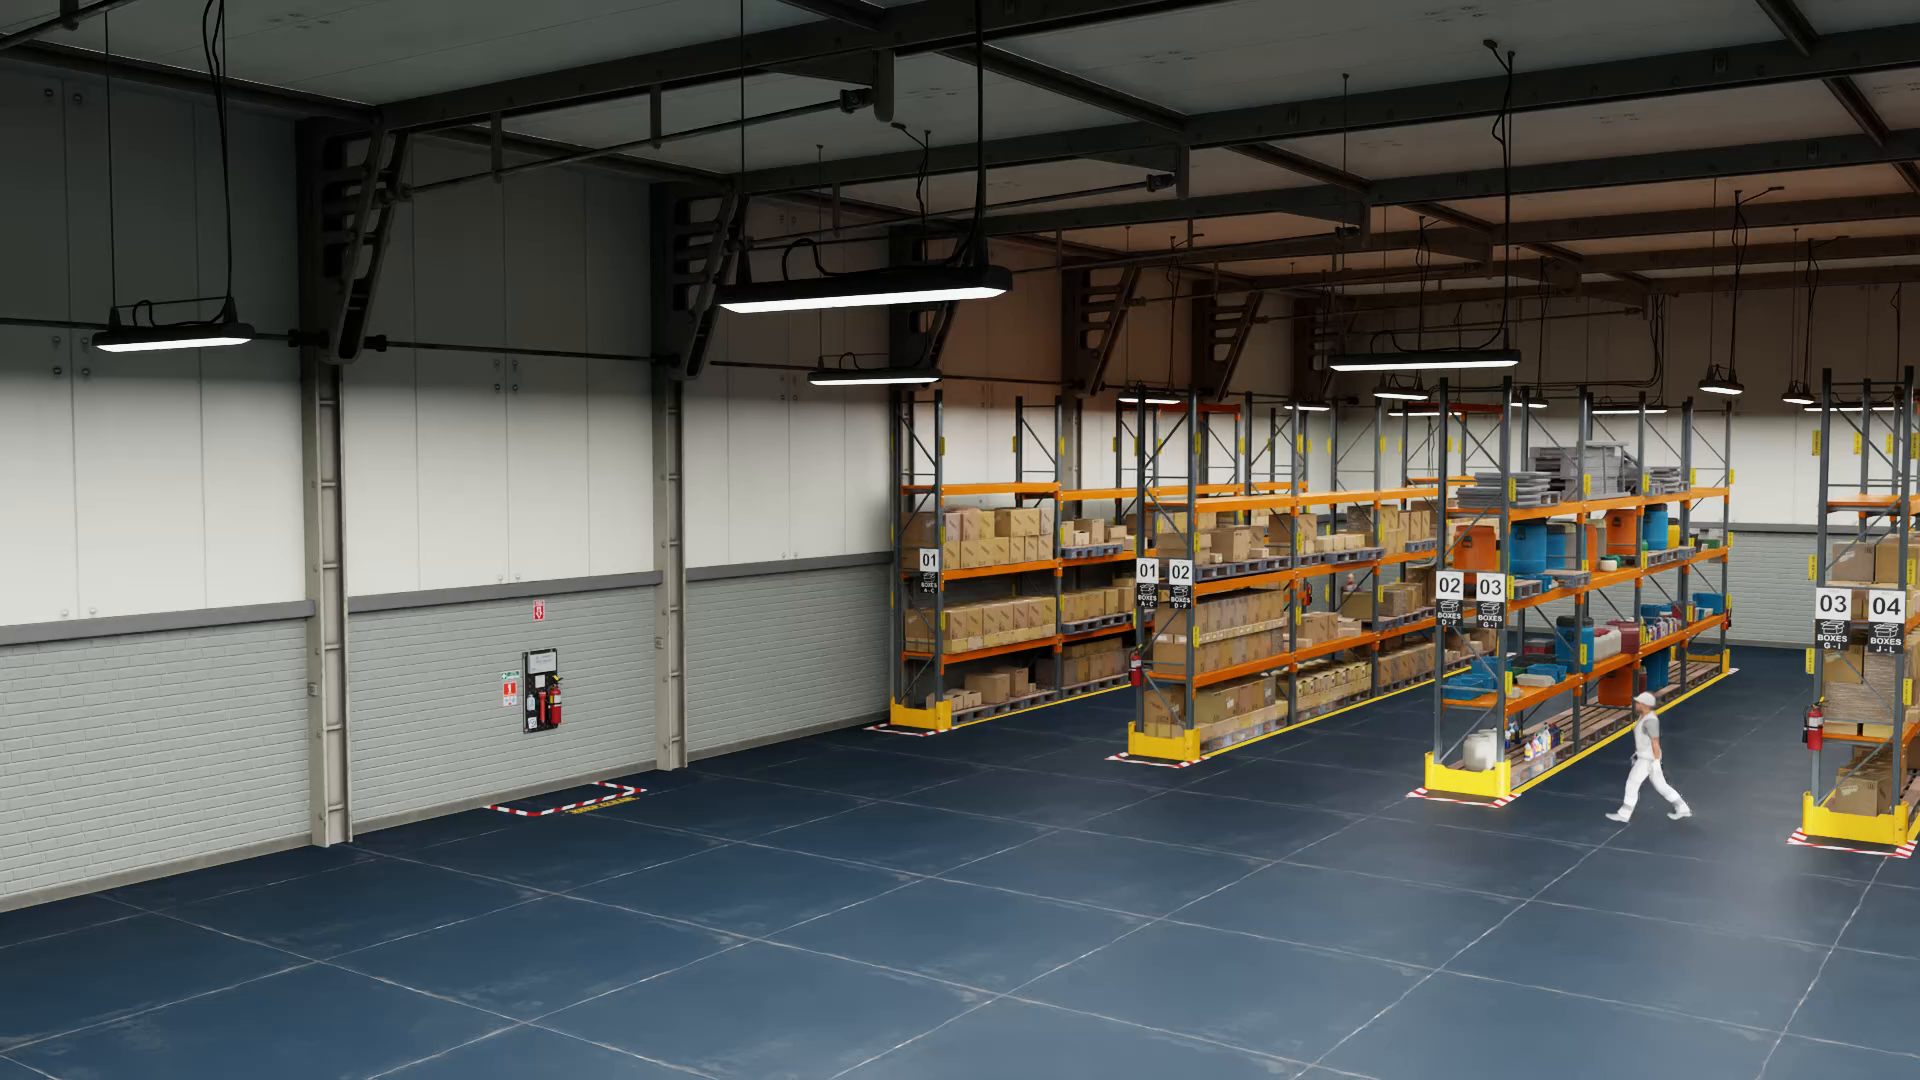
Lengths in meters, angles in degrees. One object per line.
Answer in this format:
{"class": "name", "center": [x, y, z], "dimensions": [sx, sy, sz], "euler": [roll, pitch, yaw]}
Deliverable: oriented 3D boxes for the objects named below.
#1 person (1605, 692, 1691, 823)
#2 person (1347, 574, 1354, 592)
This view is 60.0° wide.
{"class": "person", "center": [9.137, 2.887, 22.043], "dimensions": [1.067, 1.747, 0.595], "euler": [1, 3, 18]}
{"class": "person", "center": [9.988, 1.728, 42.492], "dimensions": [0.570, 1.727, 1.160], "euler": [1, 3, 20]}
